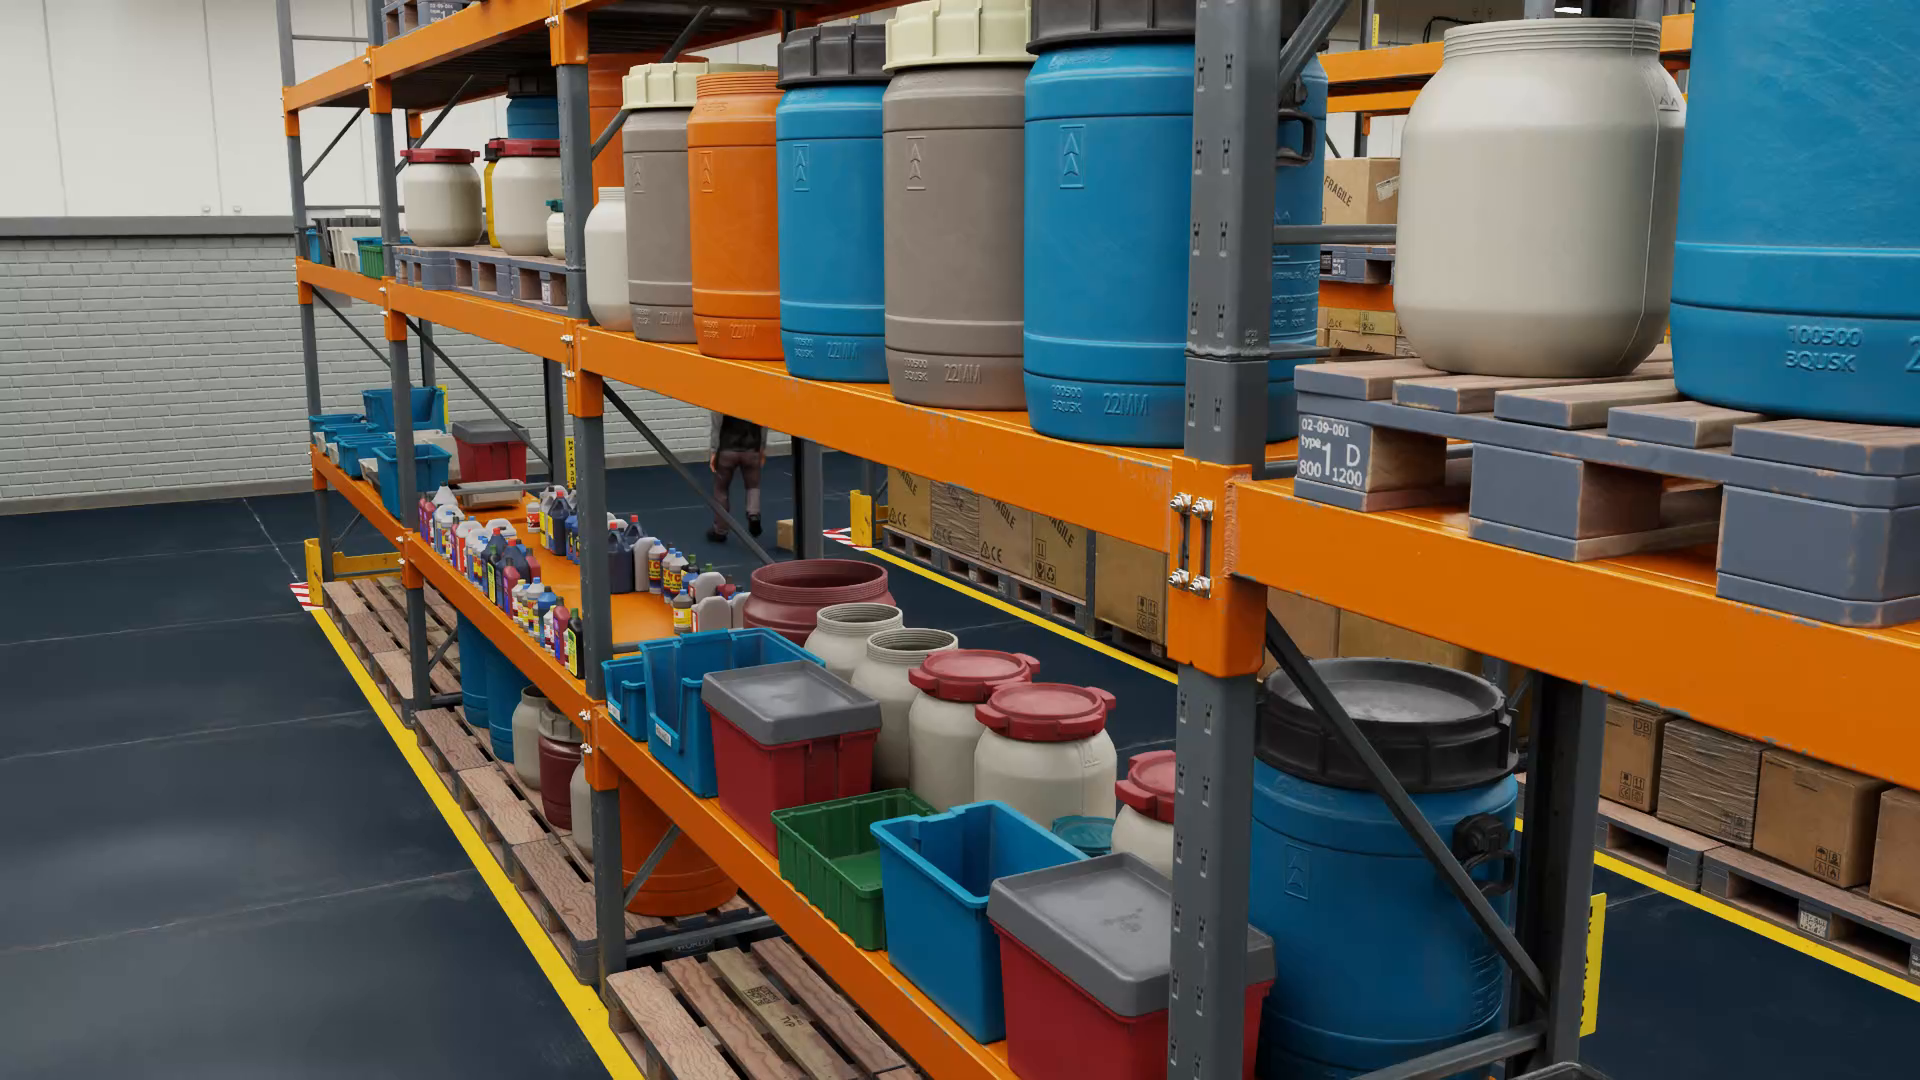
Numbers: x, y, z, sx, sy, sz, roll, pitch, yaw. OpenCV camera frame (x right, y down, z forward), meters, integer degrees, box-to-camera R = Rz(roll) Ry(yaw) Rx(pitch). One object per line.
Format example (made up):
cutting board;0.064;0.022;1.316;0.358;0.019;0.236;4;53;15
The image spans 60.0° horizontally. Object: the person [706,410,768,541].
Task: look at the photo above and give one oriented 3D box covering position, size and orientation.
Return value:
person;-2.127;-0.829;16.002;0.569;1.705;0.711;-5;13;-23
